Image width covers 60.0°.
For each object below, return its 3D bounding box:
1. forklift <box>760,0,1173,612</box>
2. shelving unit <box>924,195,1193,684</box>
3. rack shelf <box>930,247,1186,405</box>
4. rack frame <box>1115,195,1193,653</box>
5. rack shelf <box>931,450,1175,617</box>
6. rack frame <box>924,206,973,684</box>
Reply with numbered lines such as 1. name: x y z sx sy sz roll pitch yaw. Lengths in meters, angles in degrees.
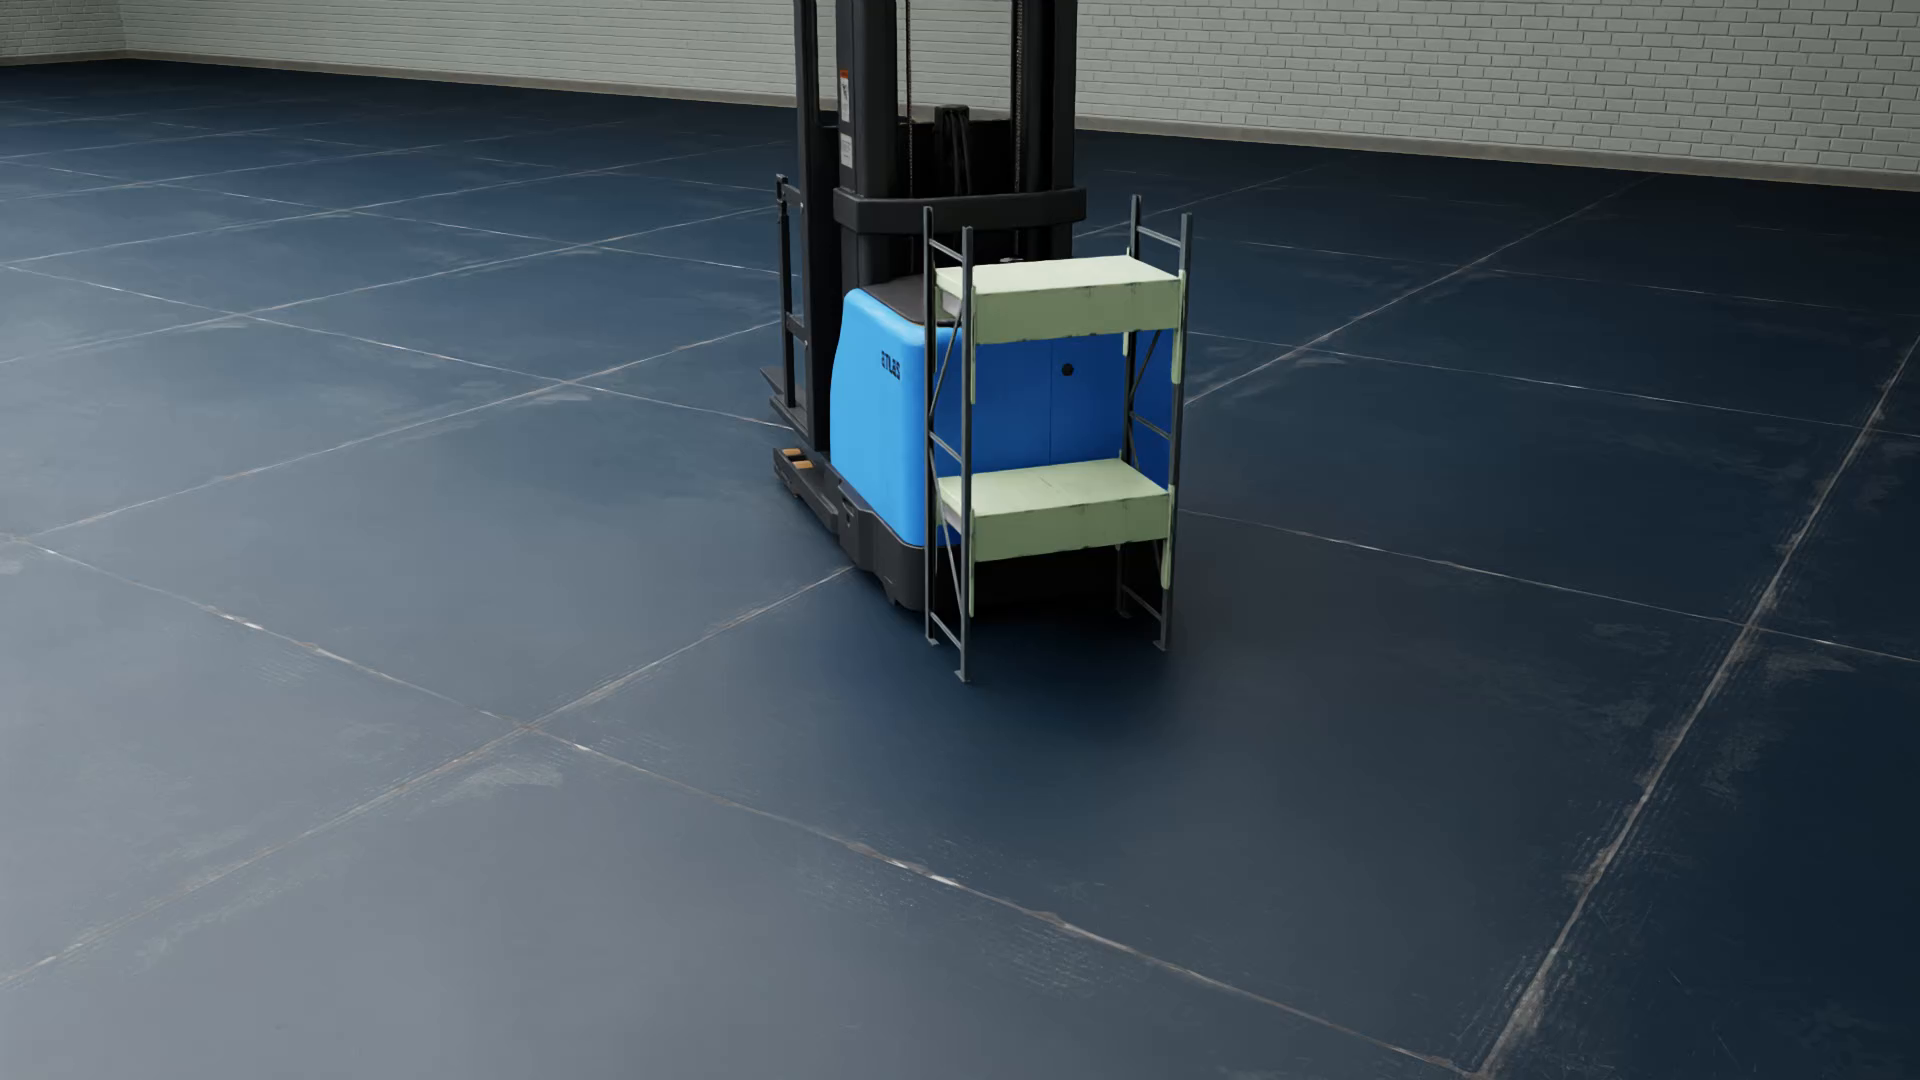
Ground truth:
1. forklift: -0.192 -1.598 6.859 1.130 2.935 3.031 -7 21 -18
2. shelving unit: 0.303 -0.338 5.510 0.755 1.500 0.431 -7 22 -18
3. rack shelf: 0.304 -0.703 5.371 0.720 0.370 0.431 -7 22 -18
4. rack frame: 0.648 -0.381 5.626 0.023 1.500 0.400 -7 22 -18
5. rack shelf: 0.302 -0.033 5.626 0.720 0.370 0.431 -7 22 -18
6. rack frame: -0.041 -0.295 5.394 0.023 1.500 0.400 -7 22 -18
